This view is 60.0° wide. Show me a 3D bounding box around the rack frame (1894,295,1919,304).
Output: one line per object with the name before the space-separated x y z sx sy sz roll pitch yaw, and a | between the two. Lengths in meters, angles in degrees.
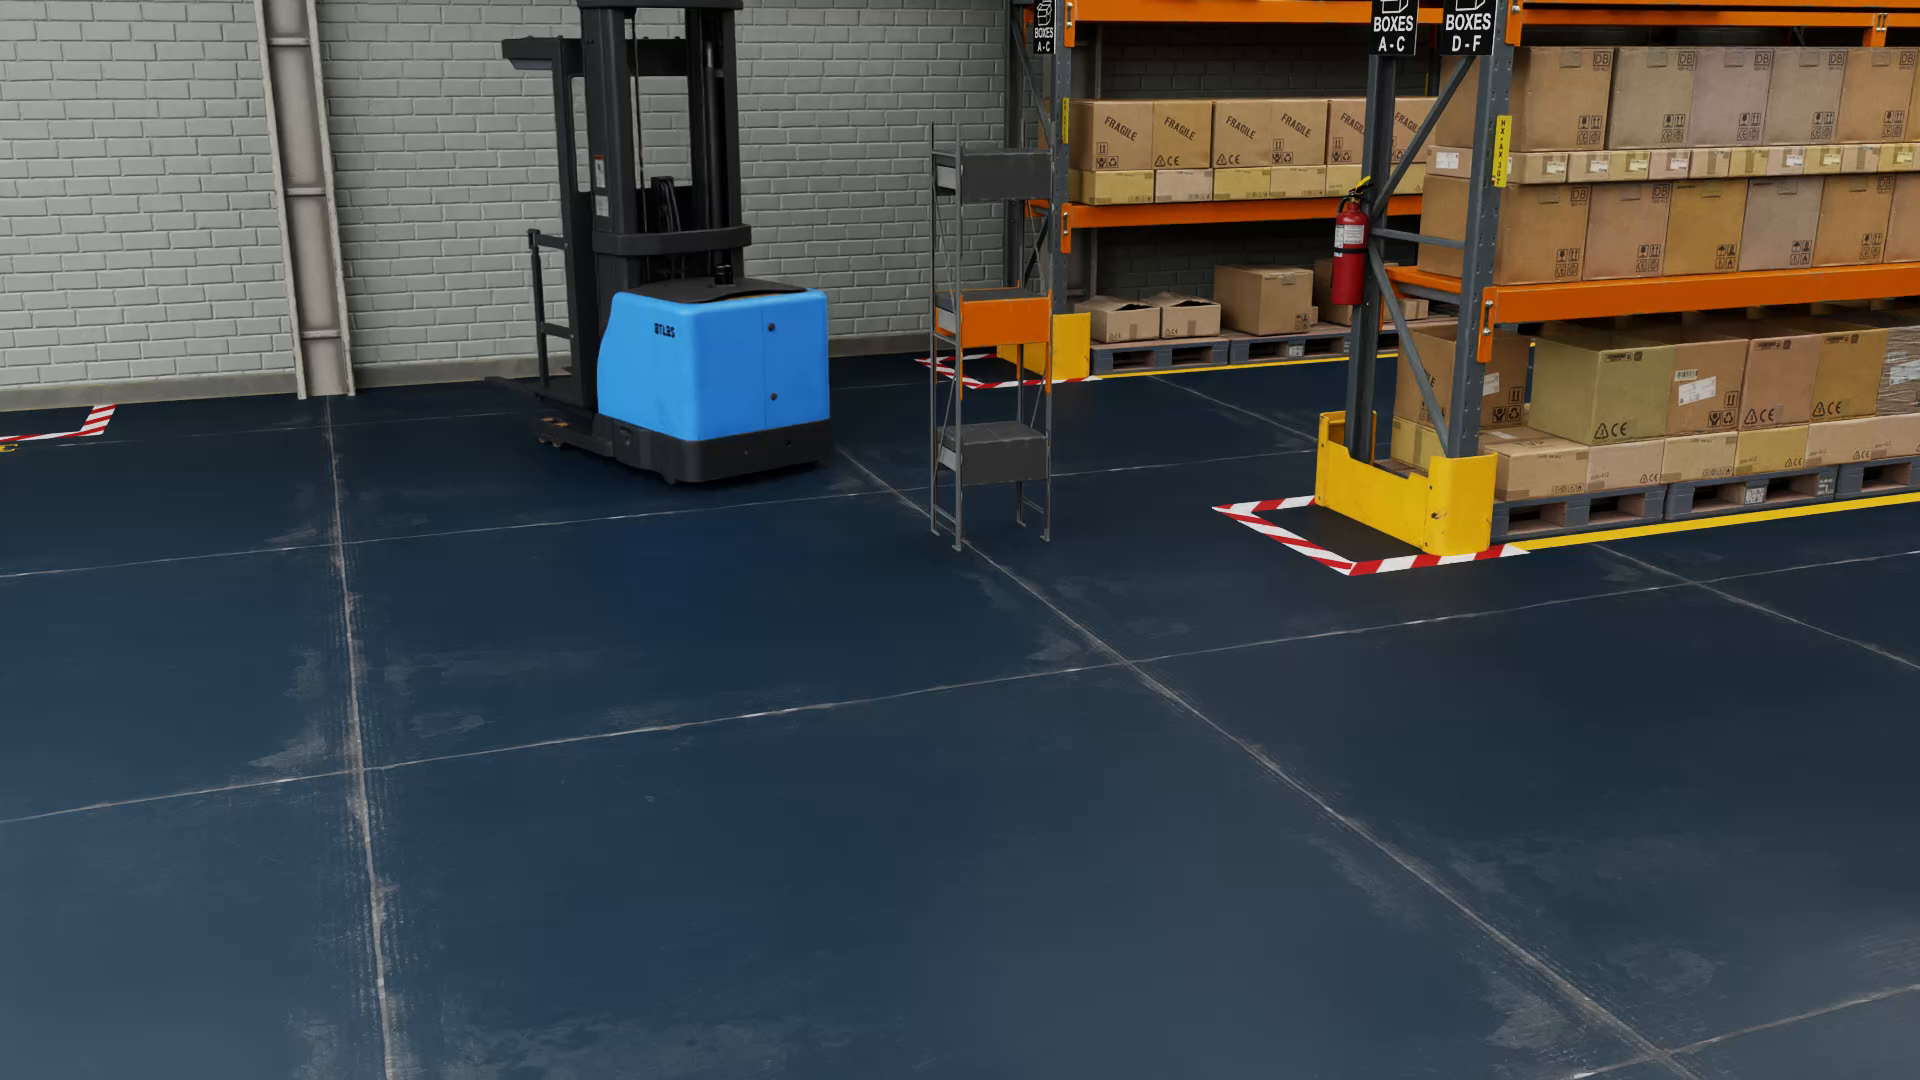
rack frame | 6.094 -1.929 9.842 0.127 3.000 1.000 -6 17 -20

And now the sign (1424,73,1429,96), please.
sign | 4.116 -3.933 14.612 0.005 0.325 0.100 -6 17 -20

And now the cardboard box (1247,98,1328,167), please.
cardboard box | 2.564 -3.248 13.234 0.500 0.500 0.500 -6 17 -18

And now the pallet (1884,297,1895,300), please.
pallet | 8.816 -2.357 16.249 1.213 0.211 1.003 -6 17 -20

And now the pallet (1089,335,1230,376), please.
pallet | 1.425 -1.571 13.572 1.213 0.211 1.003 -6 17 -20

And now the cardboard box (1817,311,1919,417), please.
cardboard box | 5.268 -1.019 9.548 0.500 0.500 0.500 -6 17 -20

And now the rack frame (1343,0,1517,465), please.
rack frame | 2.359 -1.525 8.469 0.127 3.000 1.000 -6 17 -20

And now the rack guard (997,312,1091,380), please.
rack guard | 0.654 -1.637 13.284 0.348 0.500 1.175 -6 17 -20

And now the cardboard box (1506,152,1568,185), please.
cardboard box | 2.802 -1.867 8.305 0.250 0.149 0.380 -6 18 -20

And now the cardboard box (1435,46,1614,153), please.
cardboard box | 2.849 -2.245 8.439 0.500 0.500 0.700 -6 17 -20

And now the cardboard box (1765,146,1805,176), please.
cardboard box | 4.238 -2.022 8.832 0.250 0.149 0.380 -6 17 -20

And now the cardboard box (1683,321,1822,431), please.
cardboard box | 4.341 -0.913 9.189 0.500 0.500 0.500 -6 17 -20

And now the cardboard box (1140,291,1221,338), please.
cardboard box | 1.794 -1.853 13.575 0.500 0.311 0.500 -5 17 -15

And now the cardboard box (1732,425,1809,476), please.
cardboard box | 4.341 -0.554 9.295 0.500 0.250 0.500 -6 17 -20

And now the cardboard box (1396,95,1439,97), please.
cardboard box | 3.805 -3.537 14.218 0.500 0.500 0.500 -7 18 -21

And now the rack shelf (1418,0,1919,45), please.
rack shelf | 4.227 -2.821 8.834 4.000 0.370 1.077 -6 17 -20

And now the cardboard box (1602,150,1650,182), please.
cardboard box | 3.281 -1.920 8.483 0.250 0.149 0.380 -6 17 -20

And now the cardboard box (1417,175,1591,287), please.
cardboard box | 2.800 -1.617 8.604 0.500 0.500 0.700 -6 17 -20

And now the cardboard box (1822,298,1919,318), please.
cardboard box | 5.549 -1.206 10.186 0.500 0.500 0.500 -6 17 -20

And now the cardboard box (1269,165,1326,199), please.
cardboard box | 2.583 -2.888 13.339 0.500 0.250 0.500 -6 17 -20

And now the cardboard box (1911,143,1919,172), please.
cardboard box | 5.197 -2.126 9.185 0.250 0.149 0.380 -6 17 -20

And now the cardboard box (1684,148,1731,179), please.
cardboard box | 3.766 -1.972 8.661 0.250 0.149 0.380 -7 18 -22

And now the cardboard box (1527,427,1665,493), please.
cardboard box | 3.405 -0.454 8.957 0.500 0.250 0.500 -6 17 -20

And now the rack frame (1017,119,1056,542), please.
rack frame | 0.382 -1.049 8.443 0.015 2.100 0.400 -6 17 -20

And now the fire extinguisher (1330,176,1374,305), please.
fire extinguisher | 2.082 -1.599 8.855 0.183 0.674 0.296 -6 17 -20

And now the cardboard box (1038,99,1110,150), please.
cardboard box | 0.947 -3.229 13.171 0.500 0.500 0.500 -6 18 -21

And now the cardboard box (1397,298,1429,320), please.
cardboard box | 3.829 -2.021 14.406 0.250 0.166 0.380 -9 18 -27

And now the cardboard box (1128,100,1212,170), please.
cardboard box | 1.601 -3.142 12.874 0.500 0.500 0.500 -6 17 -20

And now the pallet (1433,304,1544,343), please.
pallet | 5.045 -1.973 14.941 1.213 0.211 1.003 -6 17 -20

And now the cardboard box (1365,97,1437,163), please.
cardboard box | 3.523 -3.348 13.576 0.500 0.500 0.500 -6 17 -20

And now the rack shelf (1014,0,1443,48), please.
rack shelf | 2.451 -4.124 13.271 4.000 0.370 1.077 -6 17 -20

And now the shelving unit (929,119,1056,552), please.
shelving unit | 0.155 -1.024 8.359 0.503 2.100 0.431 -6 17 -20

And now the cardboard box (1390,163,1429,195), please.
cardboard box | 3.516 -2.994 13.700 0.500 0.250 0.500 -6 17 -20

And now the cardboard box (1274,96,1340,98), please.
cardboard box | 2.853 -3.437 13.877 0.500 0.500 0.500 -6 17 -19

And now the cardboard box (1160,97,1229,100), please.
cardboard box | 1.902 -3.331 13.516 0.500 0.500 0.500 -7 18 -22

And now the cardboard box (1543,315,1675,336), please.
cardboard box | 3.682 -1.004 9.499 0.500 0.500 0.500 -6 17 -20

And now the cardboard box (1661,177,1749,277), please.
cardboard box | 3.754 -1.720 8.953 0.500 0.500 0.700 -6 17 -20

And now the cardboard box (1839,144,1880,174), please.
cardboard box | 4.731 -2.076 9.017 0.250 0.149 0.380 -6 17 -18

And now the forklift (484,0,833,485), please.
forklift | -2.108 -2.071 10.449 1.130 2.935 3.031 -14 21 -39

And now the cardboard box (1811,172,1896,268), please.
cardboard box | 4.722 -1.826 9.314 0.500 0.500 0.700 -6 17 -19

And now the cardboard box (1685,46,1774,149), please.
cardboard box | 3.809 -2.350 8.798 0.500 0.500 0.700 -6 17 -20

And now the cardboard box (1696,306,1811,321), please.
cardboard box | 4.615 -1.105 9.843 0.500 0.500 0.500 -6 17 -20

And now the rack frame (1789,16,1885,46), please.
rack frame | 8.053 -3.635 15.652 0.127 3.000 1.000 -6 17 -20

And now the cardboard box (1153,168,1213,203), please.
cardboard box | 1.632 -2.788 12.998 0.500 0.250 0.500 -7 18 -22

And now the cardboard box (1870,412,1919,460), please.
cardboard box | 5.269 -0.659 9.653 0.500 0.250 0.500 -6 17 -20

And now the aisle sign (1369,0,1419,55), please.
aisle sign | 2.193 -2.843 8.343 0.004 0.787 0.394 -6 17 -20

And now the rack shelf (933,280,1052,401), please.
rack shelf | 0.155 -1.011 8.363 0.480 0.518 0.431 -6 17 -20

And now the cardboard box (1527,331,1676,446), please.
cardboard box | 3.406 -0.814 8.850 0.500 0.500 0.500 -6 17 -20

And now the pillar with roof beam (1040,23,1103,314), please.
pillar with roof beam | 2.468 -4.872 9.219 0.400 9.000 9.100 -6 17 -20

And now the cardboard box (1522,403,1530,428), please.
cardboard box | 3.217 -0.593 9.428 0.500 0.250 0.500 -6 17 -20

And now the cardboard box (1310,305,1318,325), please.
cardboard box | 2.817 -1.919 14.088 0.250 0.149 0.380 -8 18 -25

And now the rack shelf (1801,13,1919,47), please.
rack shelf | 9.921 -4.931 16.018 4.000 0.370 1.077 -6 17 -20

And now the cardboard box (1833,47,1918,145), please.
cardboard box | 4.743 -2.451 9.141 0.500 0.500 0.700 -6 17 -20

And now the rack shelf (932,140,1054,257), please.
rack shelf | 0.155 -1.683 8.166 0.480 0.518 0.431 -6 17 -20

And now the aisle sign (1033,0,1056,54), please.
aisle sign | 0.623 -3.989 12.246 0.004 0.787 0.394 -6 17 -20

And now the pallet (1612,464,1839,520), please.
pallet | 4.196 -0.398 9.577 1.213 0.211 1.003 -6 17 -20
